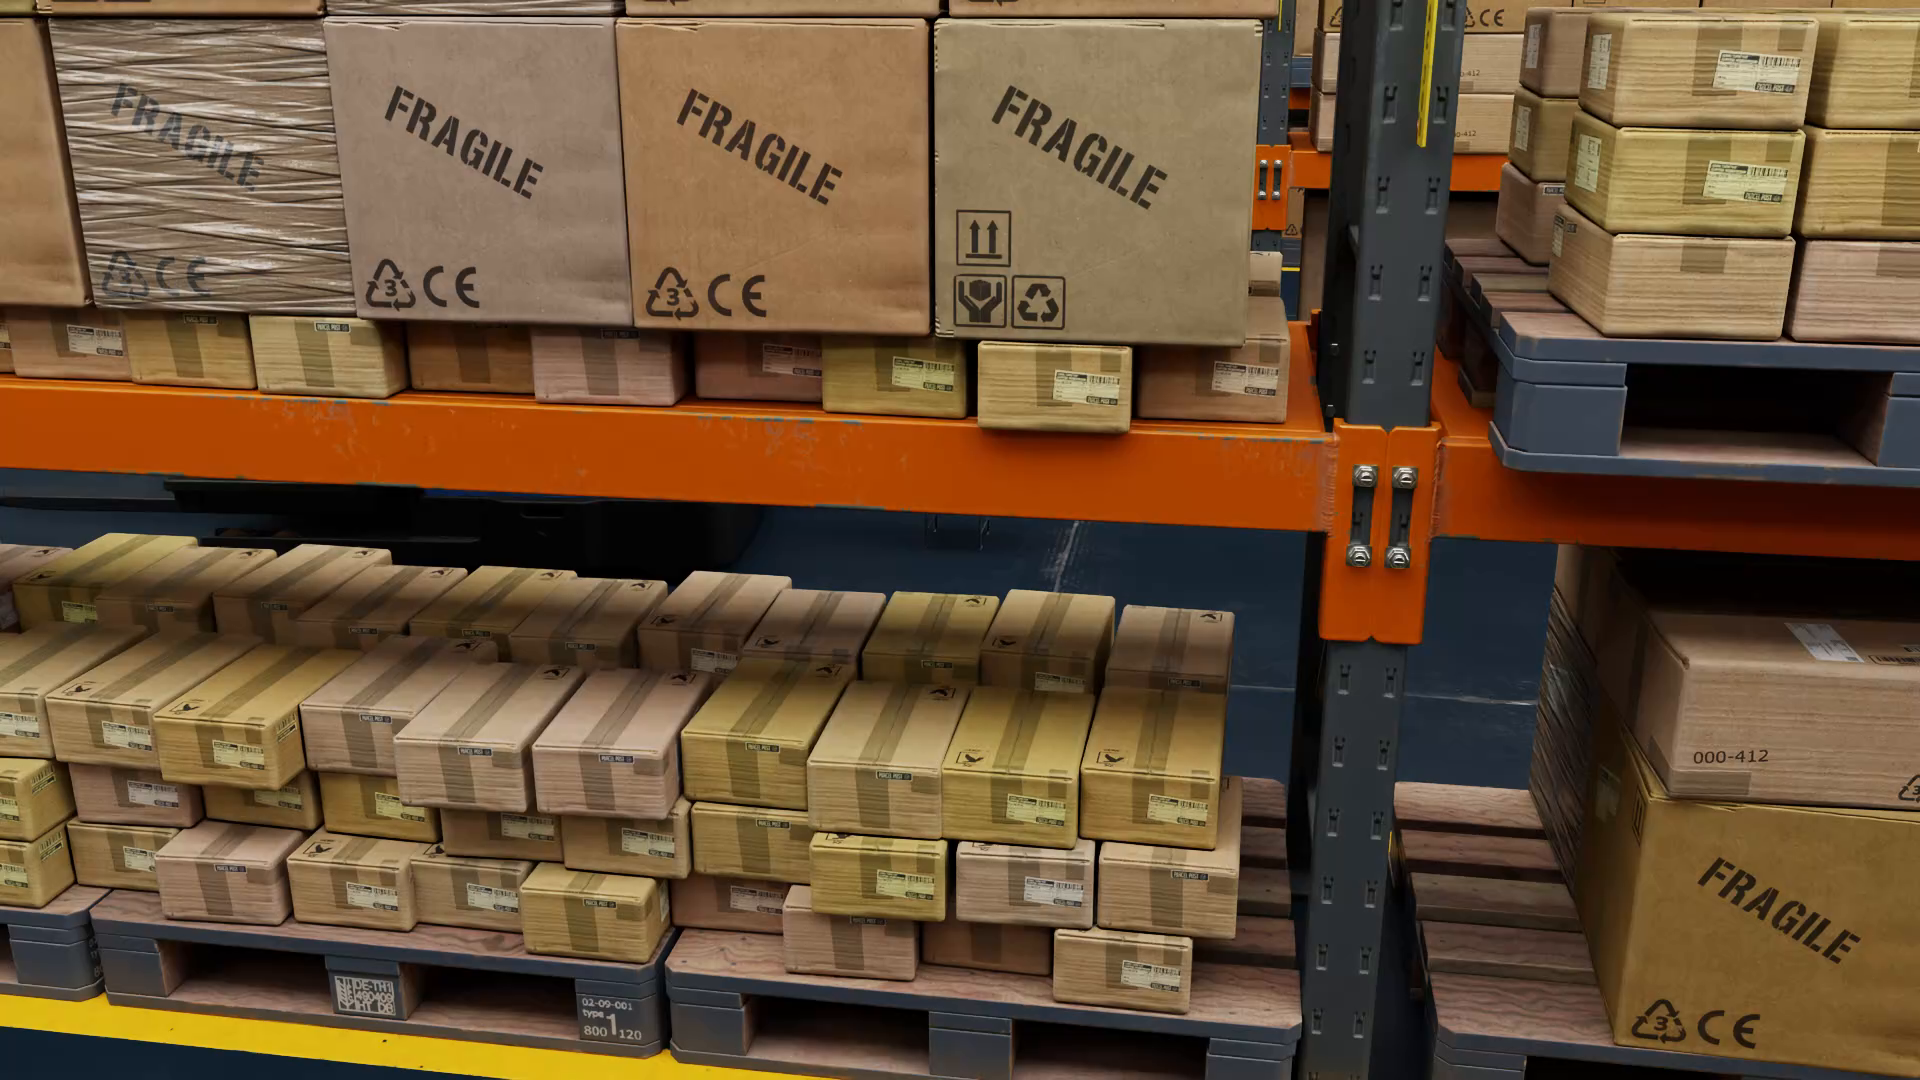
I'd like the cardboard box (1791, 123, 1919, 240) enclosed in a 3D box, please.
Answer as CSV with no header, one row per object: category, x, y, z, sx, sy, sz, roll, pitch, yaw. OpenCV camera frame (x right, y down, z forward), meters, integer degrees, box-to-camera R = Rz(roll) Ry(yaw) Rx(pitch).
cardboard box,1.340,-0.550,2.486,0.250,0.149,0.380,3,19,8

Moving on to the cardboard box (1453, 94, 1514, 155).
cardboard box,2.357,-1.860,7.371,0.500,0.250,0.500,2,19,7

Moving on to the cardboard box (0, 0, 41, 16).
cardboard box,-1.771,-1.207,2.982,0.500,0.500,0.500,2,19,7

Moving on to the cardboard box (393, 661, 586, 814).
cardboard box,-0.924,0.386,3.316,0.250,0.149,0.380,2,19,7

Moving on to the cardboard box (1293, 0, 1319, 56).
cardboard box,2.679,-3.769,12.021,0.500,0.500,0.700,3,19,10

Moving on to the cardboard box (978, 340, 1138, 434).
cardboard box,0.177,-0.306,2.887,0.250,0.149,0.380,2,19,7

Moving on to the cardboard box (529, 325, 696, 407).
cardboard box,-0.601,-0.364,3.058,0.250,0.149,0.380,2,19,6

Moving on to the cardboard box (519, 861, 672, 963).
cardboard box,-0.695,0.682,3.368,0.250,0.149,0.380,3,19,9

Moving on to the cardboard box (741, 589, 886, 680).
cardboard box,-0.320,0.247,3.731,0.250,0.149,0.380,2,19,7

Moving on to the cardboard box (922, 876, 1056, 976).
cardboard box,0.084,0.695,3.330,0.250,0.149,0.380,3,19,10

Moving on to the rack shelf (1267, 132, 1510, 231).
rack shelf,3.428,-1.620,7.550,4.000,0.370,1.077,3,19,9

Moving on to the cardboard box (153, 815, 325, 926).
cardboard box,-1.463,0.640,3.493,0.250,0.149,0.380,2,19,6

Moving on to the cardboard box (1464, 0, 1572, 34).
cardboard box,2.349,-2.454,7.177,0.500,0.500,0.500,3,19,8

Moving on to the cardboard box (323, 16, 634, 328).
cardboard box,-0.758,-0.682,2.988,0.500,0.500,0.500,3,19,8

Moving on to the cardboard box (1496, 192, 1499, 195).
cardboard box,2.972,-1.204,7.861,0.875,0.875,0.875,3,19,10

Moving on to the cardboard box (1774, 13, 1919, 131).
cardboard box,1.361,-0.692,2.440,0.250,0.149,0.380,3,19,10

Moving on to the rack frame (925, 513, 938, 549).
rack frame,-0.108,-0.432,6.177,0.006,0.900,0.240,3,19,9

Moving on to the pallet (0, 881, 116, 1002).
pallet,-2.310,0.671,3.965,1.213,0.211,1.003,3,19,9

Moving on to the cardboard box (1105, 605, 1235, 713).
cardboard box,0.461,0.283,3.624,0.250,0.149,0.380,4,19,11

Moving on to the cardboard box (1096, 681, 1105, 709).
cardboard box,0.197,0.403,3.734,0.250,0.149,0.380,3,19,9

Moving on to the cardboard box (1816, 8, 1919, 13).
cardboard box,1.716,-0.882,3.008,0.250,0.149,0.380,2,19,7

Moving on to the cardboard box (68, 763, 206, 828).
cardboard box,-1.674,0.458,3.569,0.250,0.149,0.380,2,19,6

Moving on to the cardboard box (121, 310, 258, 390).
cardboard box,-1.365,-0.406,3.186,0.250,0.149,0.380,4,19,11

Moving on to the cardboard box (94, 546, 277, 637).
cardboard box,-1.858,0.148,4.028,0.250,0.149,0.380,2,19,6

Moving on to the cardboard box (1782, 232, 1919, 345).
cardboard box,1.359,-0.410,2.534,0.250,0.149,0.380,3,19,10

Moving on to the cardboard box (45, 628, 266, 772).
cardboard box,-1.668,0.329,3.486,0.250,0.149,0.380,4,19,11

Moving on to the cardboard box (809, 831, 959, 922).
cardboard box,-0.130,0.572,3.228,0.250,0.149,0.380,2,19,7

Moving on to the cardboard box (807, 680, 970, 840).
cardboard box,-0.130,0.418,3.220,0.250,0.149,0.380,3,19,8

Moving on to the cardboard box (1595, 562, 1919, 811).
cardboard box,1.456,0.245,2.940,0.500,0.250,0.500,2,19,6

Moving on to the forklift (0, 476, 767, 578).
forklift,-2.278,-1.420,5.927,3.031,2.935,1.130,1,19,3

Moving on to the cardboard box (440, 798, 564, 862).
cardboard box,-0.878,0.502,3.437,0.250,0.149,0.380,2,19,6

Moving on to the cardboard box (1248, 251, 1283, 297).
cardboard box,0.540,-0.503,3.476,0.250,0.149,0.380,4,19,11

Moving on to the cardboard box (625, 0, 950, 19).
cardboard box,-0.250,-1.132,2.756,0.500,0.500,0.500,2,19,7

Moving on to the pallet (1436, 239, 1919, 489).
pallet,1.500,-0.331,2.866,1.213,0.211,1.003,3,19,9

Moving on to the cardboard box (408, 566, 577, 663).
cardboard box,-1.078,0.196,3.883,0.250,0.149,0.380,3,19,9

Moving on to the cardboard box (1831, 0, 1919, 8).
cardboard box,3.854,-2.376,6.944,0.500,0.500,0.500,3,19,9

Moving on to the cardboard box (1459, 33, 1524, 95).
cardboard box,2.363,-2.100,7.299,0.500,0.250,0.500,3,19,10

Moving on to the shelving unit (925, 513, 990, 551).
shelving unit,-0.008,-0.427,6.162,0.210,0.900,0.258,3,19,9

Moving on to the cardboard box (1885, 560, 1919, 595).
cardboard box,2.049,0.113,3.333,0.500,0.250,0.500,4,19,11

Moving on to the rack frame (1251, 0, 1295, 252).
rack frame,1.454,-2.062,7.737,0.127,3.000,1.000,3,19,9

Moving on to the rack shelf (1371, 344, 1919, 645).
rack shelf,2.743,-0.064,2.900,4.000,0.370,1.077,3,19,9
